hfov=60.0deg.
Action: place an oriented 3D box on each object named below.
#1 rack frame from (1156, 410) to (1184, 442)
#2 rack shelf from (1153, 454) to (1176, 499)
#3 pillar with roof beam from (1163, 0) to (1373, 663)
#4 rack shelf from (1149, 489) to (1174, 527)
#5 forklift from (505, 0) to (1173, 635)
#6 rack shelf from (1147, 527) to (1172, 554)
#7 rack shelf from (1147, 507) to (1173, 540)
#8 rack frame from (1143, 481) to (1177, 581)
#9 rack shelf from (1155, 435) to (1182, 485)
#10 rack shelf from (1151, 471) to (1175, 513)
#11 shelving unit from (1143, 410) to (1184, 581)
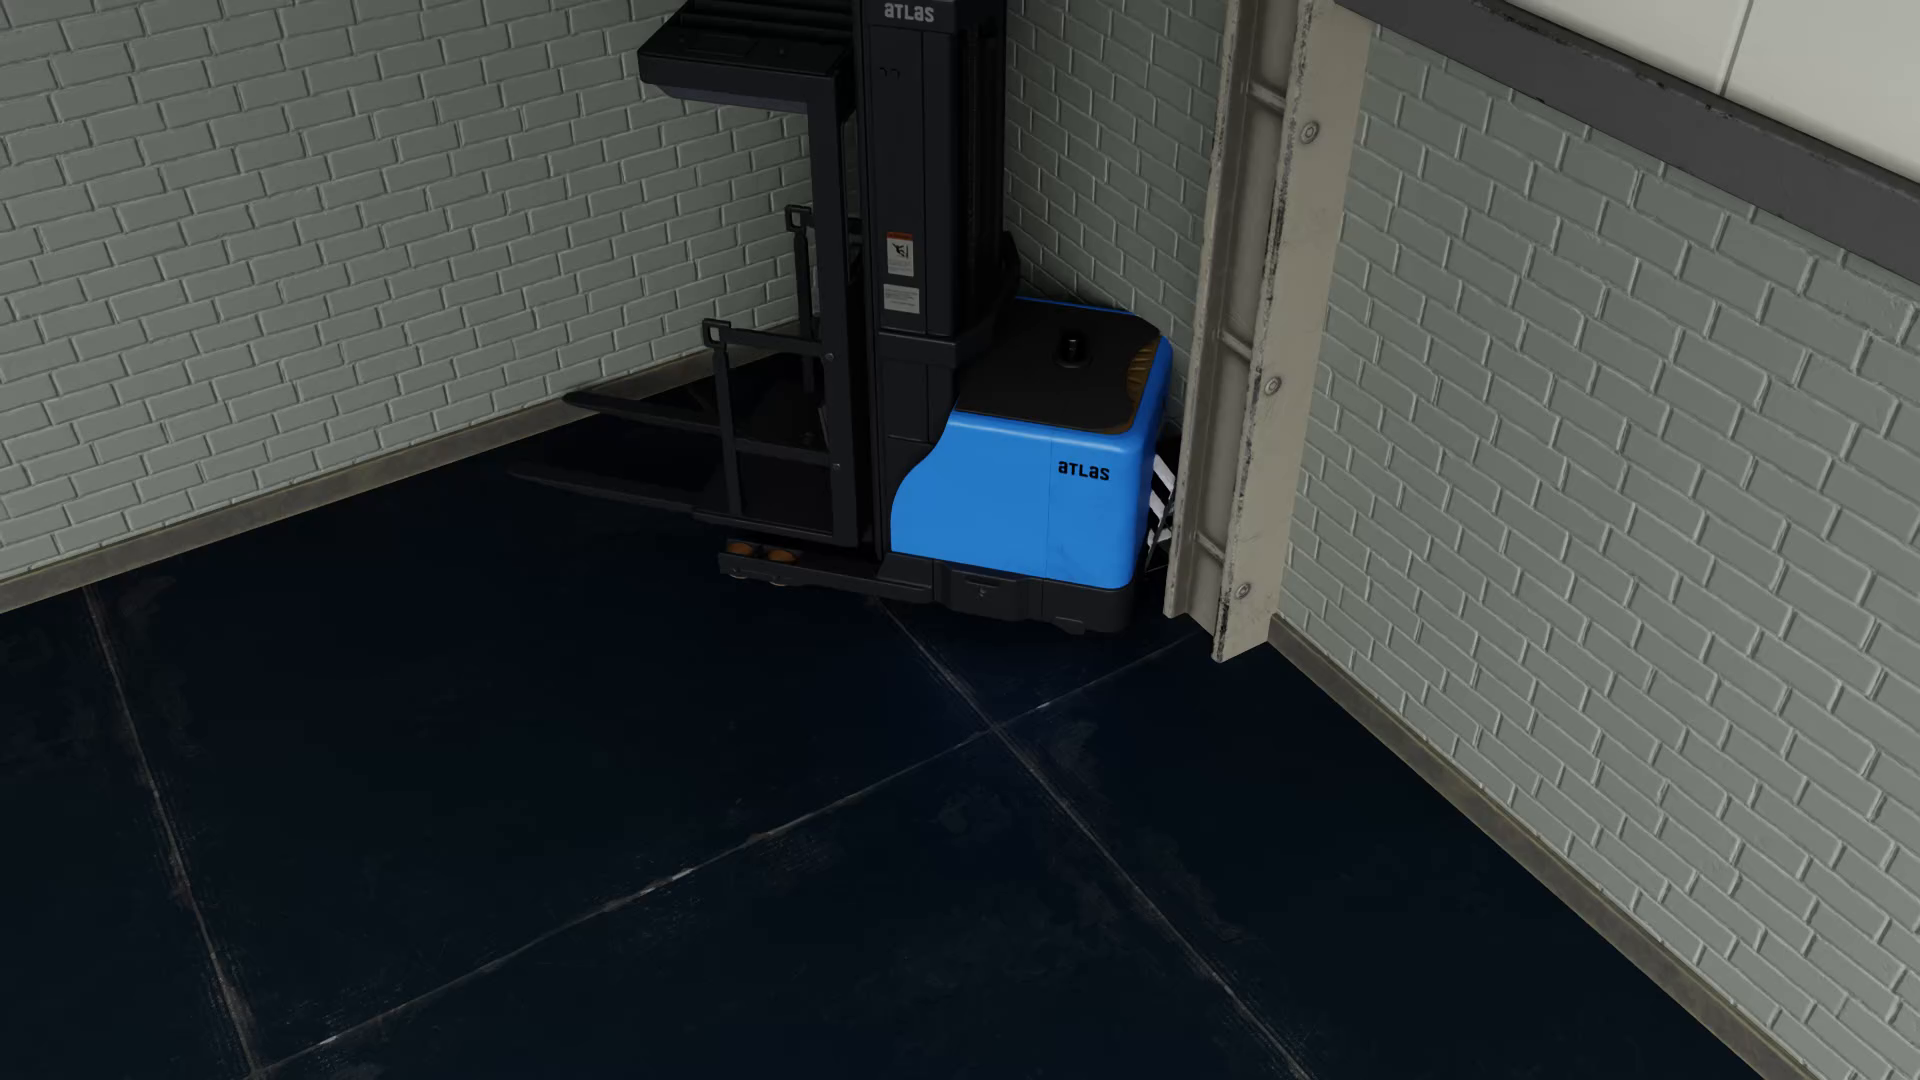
[{"bbox_3d":[0.891,-0.278,7.374,0.240,0.900,0.006,-17,55,-25],"label":"rack frame"},{"bbox_3d":[0.963,-0.301,7.212,0.258,0.077,0.200,-17,55,-25],"label":"rack shelf"},{"bbox_3d":[-2.491,-1.602,2.703,9.100,9.000,0.400,-22,45,-24],"label":"pillar with roof beam"},{"bbox_3d":[0.933,-0.184,7.346,0.258,0.077,0.200,-17,55,-25],"label":"rack shelf"},{"bbox_3d":[-0.603,-1.231,6.999,3.031,2.935,1.130,10,41,12],"label":"forklift"},{"bbox_3d":[0.904,-0.066,7.479,0.258,0.077,0.200,-17,55,-25],"label":"rack shelf"},{"bbox_3d":[0.919,-0.125,7.412,0.258,0.077,0.200,-17,55,-25],"label":"rack shelf"},{"bbox_3d":[0.986,-0.133,7.268,0.240,0.900,0.006,-17,55,-25],"label":"rack frame"},{"bbox_3d":[0.977,-0.360,7.146,0.258,0.077,0.200,-17,55,-25],"label":"rack shelf"},{"bbox_3d":[0.948,-0.243,7.279,0.258,0.077,0.200,-17,55,-25],"label":"rack shelf"},{"bbox_3d":[0.939,-0.206,7.321,0.258,0.900,0.210,-17,55,-25],"label":"shelving unit"}]
